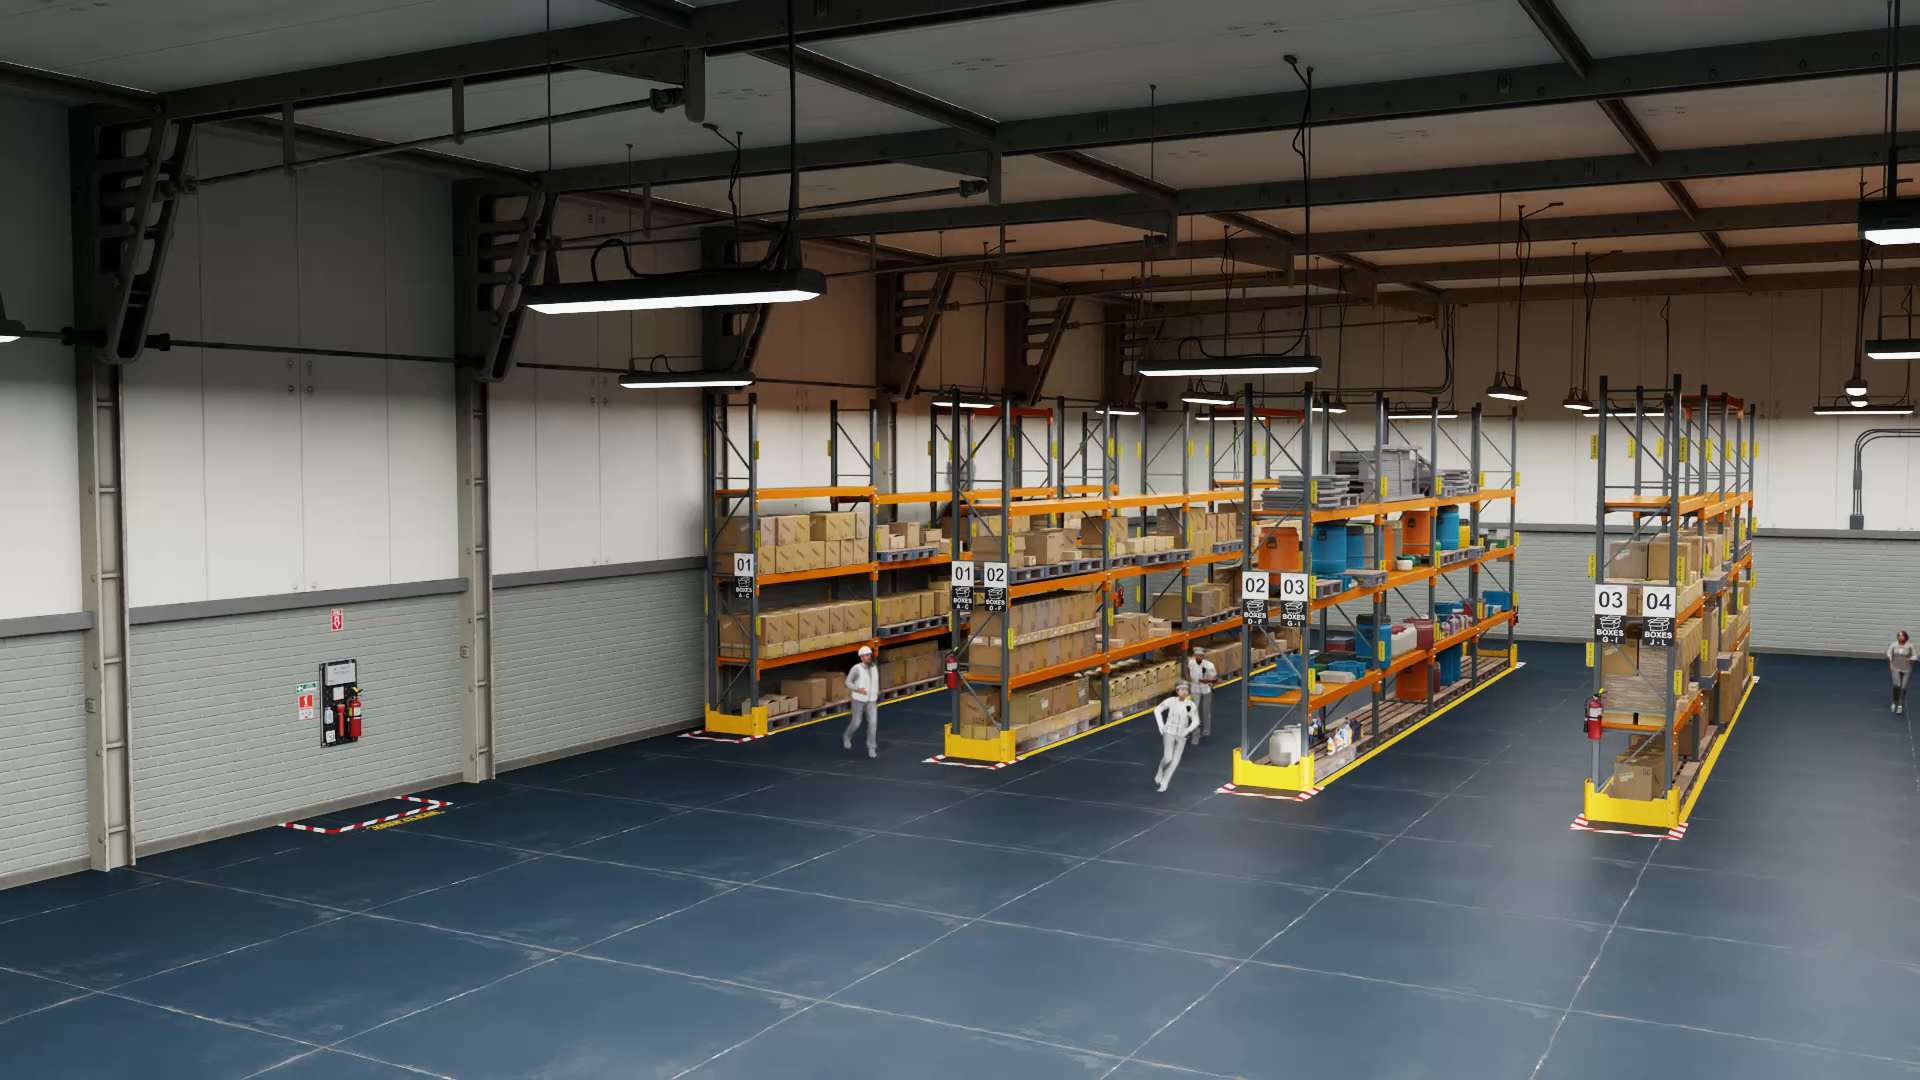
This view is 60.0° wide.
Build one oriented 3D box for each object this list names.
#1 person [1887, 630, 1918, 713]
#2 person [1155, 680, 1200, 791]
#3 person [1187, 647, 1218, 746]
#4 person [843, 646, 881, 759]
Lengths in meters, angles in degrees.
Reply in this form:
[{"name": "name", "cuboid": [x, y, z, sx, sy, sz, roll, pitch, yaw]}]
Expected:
[{"name": "person", "cuboid": [17.882, 2.511, 31.576, 0.511, 1.571, 0.639, 2, 4, 30]}, {"name": "person", "cuboid": [3.197, 2.871, 24.389, 0.638, 1.644, 0.486, 0, 3, -2]}, {"name": "person", "cuboid": [4.161, 2.645, 28.528, 0.576, 1.699, 0.952, 1, 3, 17]}, {"name": "person", "cuboid": [-1.555, 2.637, 27.302, 0.699, 1.780, 0.969, -2, 4, -30]}]
